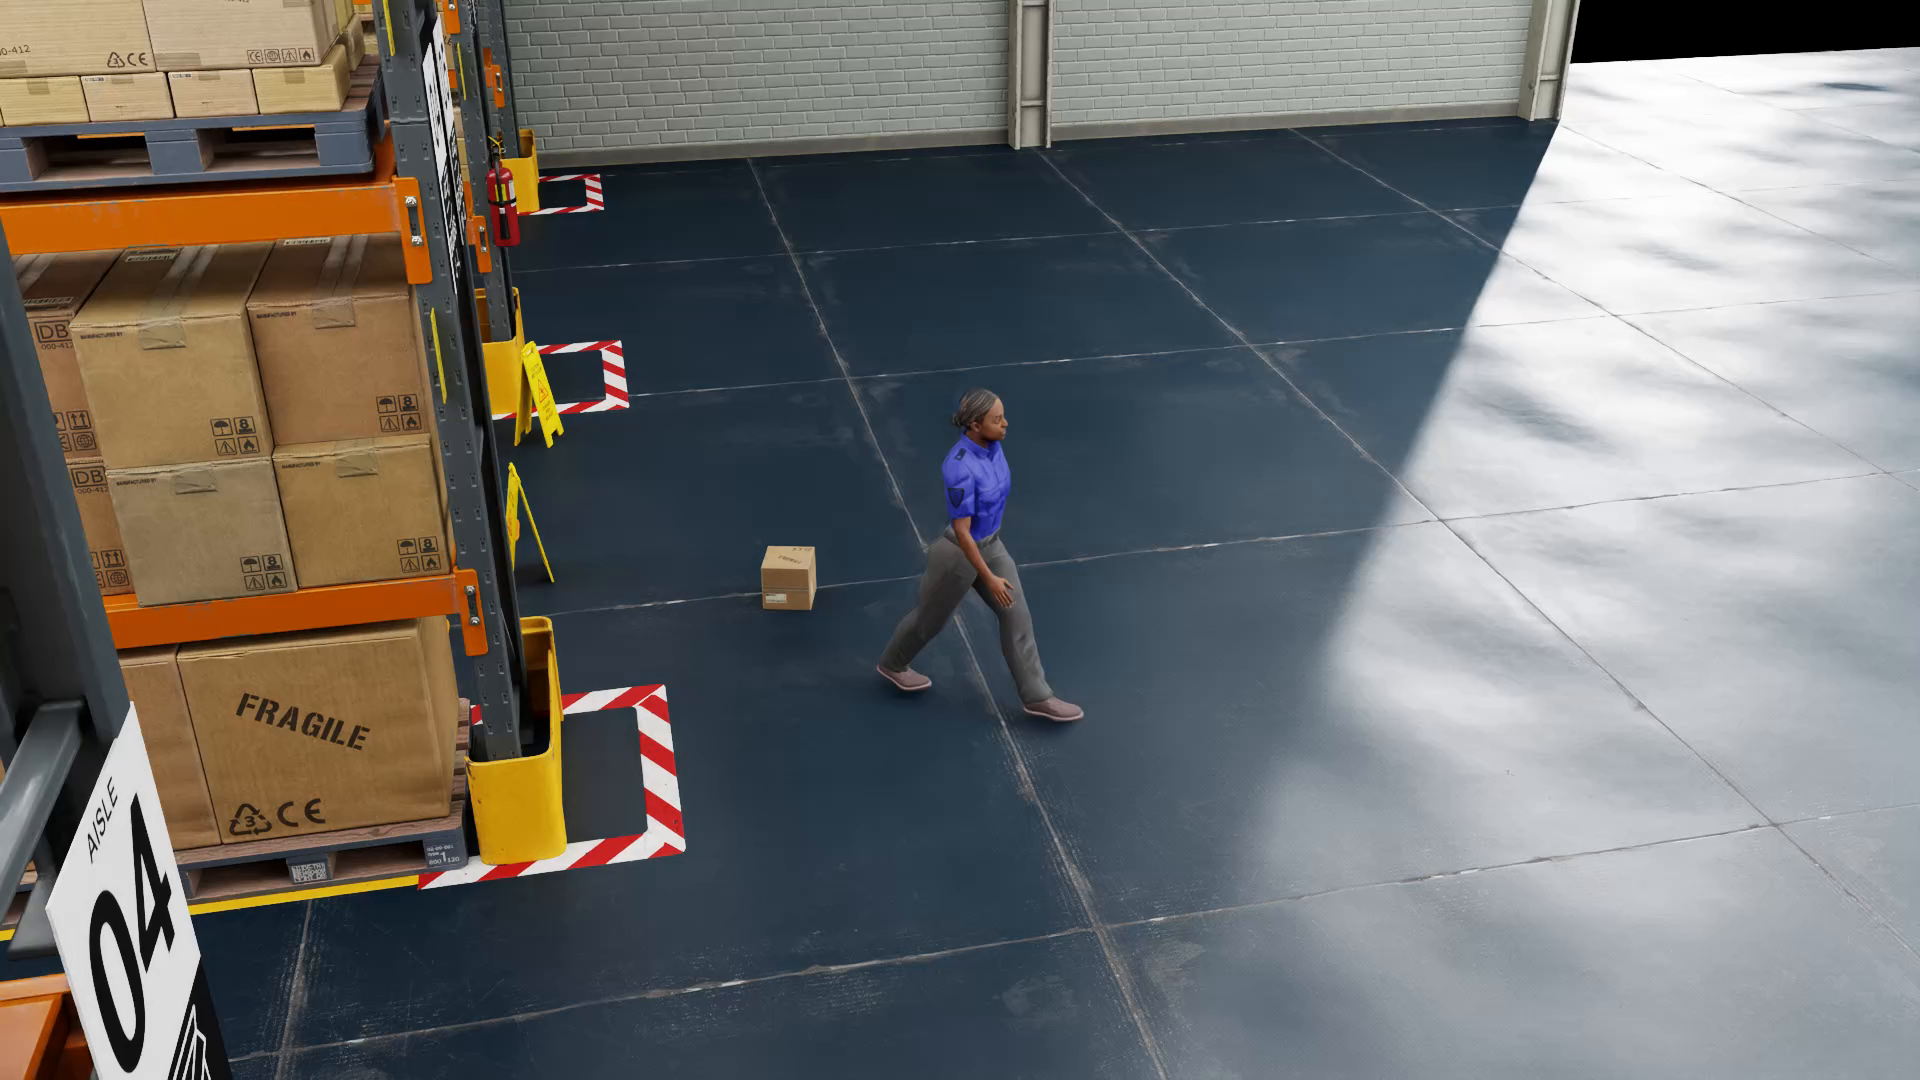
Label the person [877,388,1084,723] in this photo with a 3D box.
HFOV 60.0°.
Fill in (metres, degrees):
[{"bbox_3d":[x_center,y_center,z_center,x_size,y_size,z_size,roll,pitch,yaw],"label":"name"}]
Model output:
[{"bbox_3d":[0.075,0.063,7.498,1.041,1.589,0.475,15,30,27],"label":"person"}]
